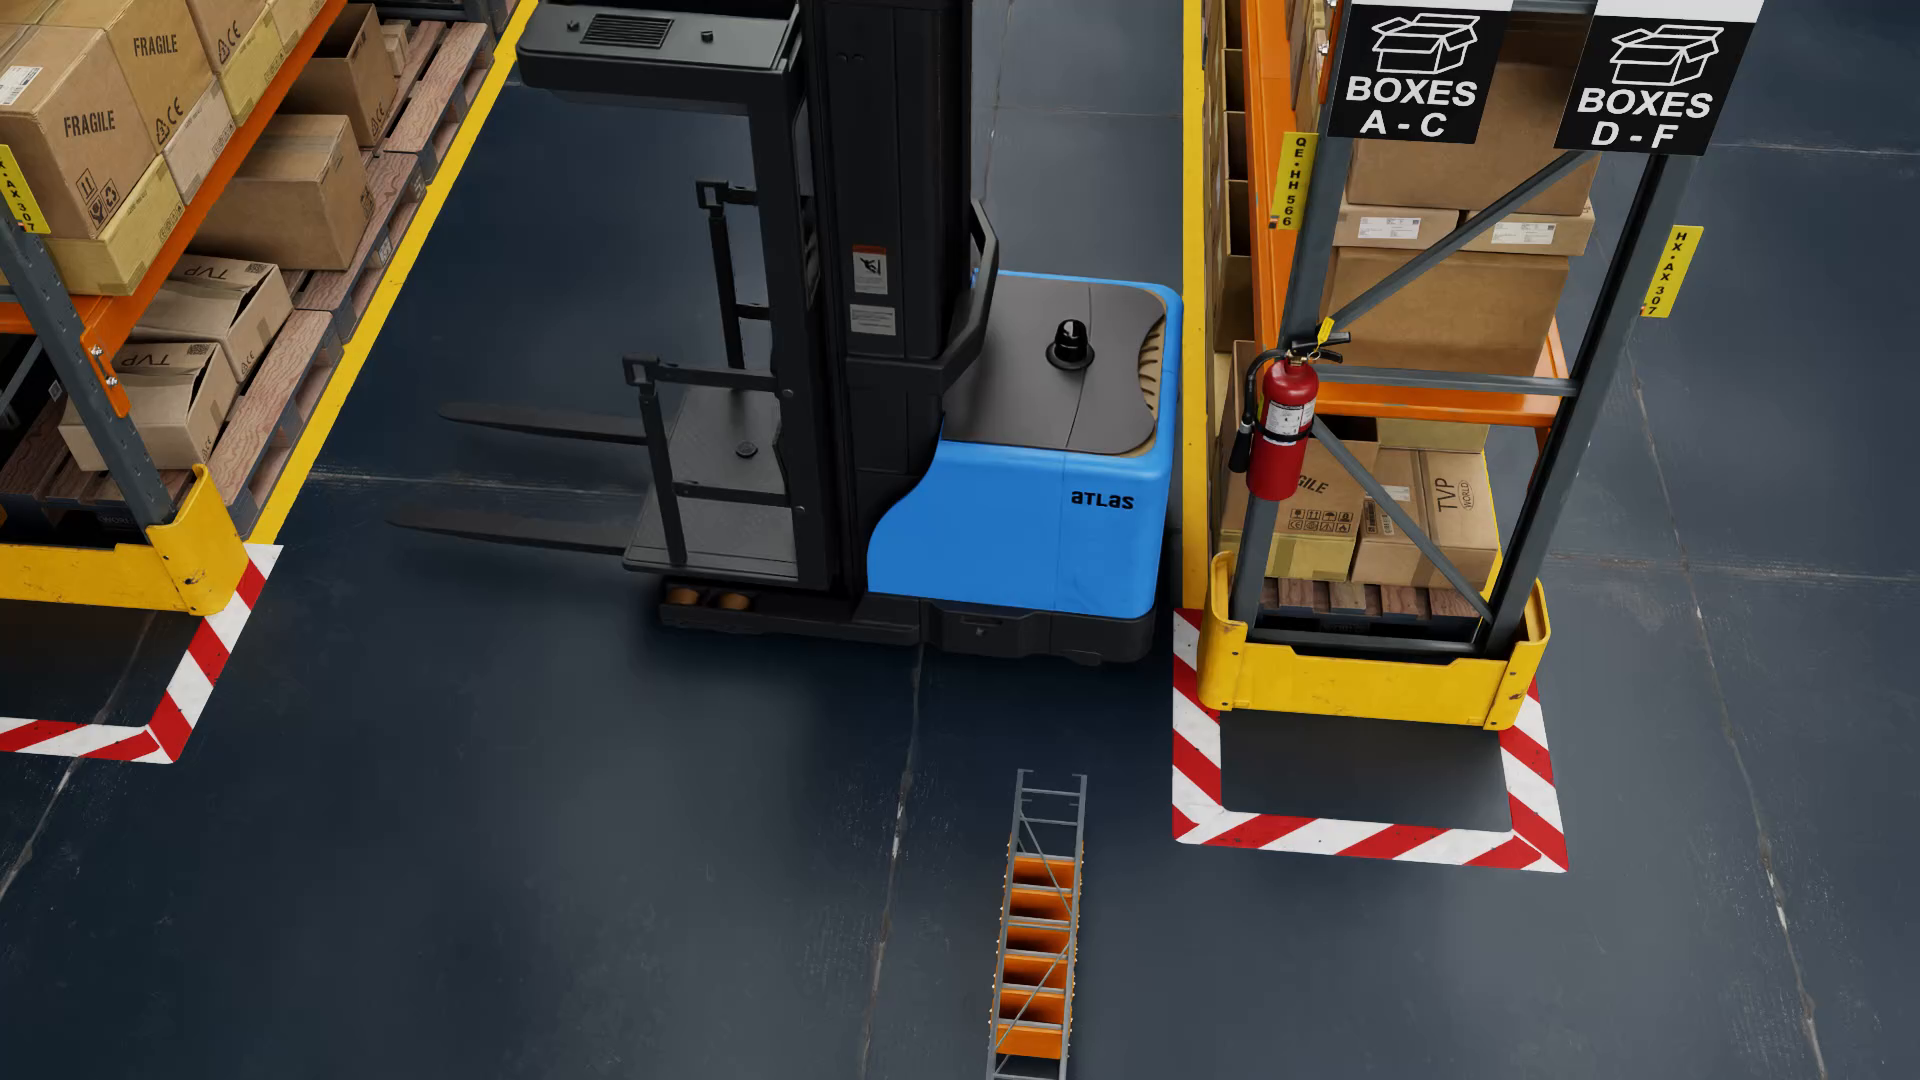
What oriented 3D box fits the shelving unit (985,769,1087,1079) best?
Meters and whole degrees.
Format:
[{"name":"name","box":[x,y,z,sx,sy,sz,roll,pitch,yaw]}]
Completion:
[{"name":"shelving unit","box":[0.255,1.306,5.424,0.258,0.189,1.200,5,48,4]}]

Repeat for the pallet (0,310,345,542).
[{"name":"pallet","box":[-3.335,-0.532,7.094,1.003,0.211,1.213,4,48,4]}]

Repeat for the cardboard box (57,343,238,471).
[{"name":"cardboard box","box":[-3.298,-0.566,6.759,0.500,0.311,0.500,-1,48,-1]}]

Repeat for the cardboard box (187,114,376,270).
[{"name":"cardboard box","box":[-3.130,-1.585,7.562,0.700,0.500,0.500,1,48,1]}]

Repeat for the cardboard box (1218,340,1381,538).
[{"name":"cardboard box","box":[1.235,-0.373,6.129,0.500,0.500,0.500,4,48,4]}]

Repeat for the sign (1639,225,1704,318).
[{"name":"sign","box":[2.035,-0.769,4.781,0.100,0.325,0.005,4,48,4]}]

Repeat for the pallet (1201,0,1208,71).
[{"name":"pallet","box":[1.875,-3.035,9.382,1.003,0.211,1.213,4,48,4]}]

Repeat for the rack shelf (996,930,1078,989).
[{"name":"rack shelf","box":[0.246,1.362,5.373,0.258,0.180,0.103,5,48,4]}]

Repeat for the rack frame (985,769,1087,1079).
[{"name":"rack frame","box":[0.255,1.245,5.357,0.240,0.006,1.200,5,48,4]}]

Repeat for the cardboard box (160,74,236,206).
[{"name":"cardboard box","box":[-3.057,-1.499,6.176,0.500,0.250,0.500,3,48,2]}]

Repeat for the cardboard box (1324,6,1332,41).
[{"name":"cardboard box","box":[1.585,-1.732,5.354,0.700,0.500,0.500,3,48,3]}]

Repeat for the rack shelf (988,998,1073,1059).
[{"name":"rack shelf","box":[0.220,1.538,5.212,0.258,0.180,0.103,5,48,4]}]

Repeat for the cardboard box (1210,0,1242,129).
[{"name":"cardboard box","box":[1.455,-2.211,7.810,0.500,0.500,0.500,4,48,4]}]

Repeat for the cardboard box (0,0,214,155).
[{"name":"cardboard box","box":[-3.053,-1.725,5.875,0.500,0.500,0.500,4,48,4]}]

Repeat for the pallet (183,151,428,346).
[{"name":"pallet","box":[-3.221,-1.426,7.911,1.003,0.211,1.213,4,48,4]}]

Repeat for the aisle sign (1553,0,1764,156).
[{"name":"aisle sign","box":[1.781,-1.301,4.145,0.394,0.787,0.004,4,48,4]}]

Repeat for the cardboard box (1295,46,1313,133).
[{"name":"cardboard box","box":[1.632,-1.619,6.130,0.700,0.500,0.500,4,48,4]}]

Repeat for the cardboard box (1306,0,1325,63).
[{"name":"cardboard box","box":[1.422,-1.797,5.853,0.380,0.149,0.250,5,48,5]}]

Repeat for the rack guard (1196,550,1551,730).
[{"name":"rack guard","box":[1.480,0.369,6.074,1.175,0.500,0.348,4,48,4]}]

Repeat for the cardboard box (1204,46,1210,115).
[{"name":"cardboard box","box":[1.503,-2.325,8.423,0.500,0.250,0.500,4,48,4]}]

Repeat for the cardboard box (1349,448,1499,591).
[{"name":"cardboard box","box":[1.753,-0.085,6.374,0.500,0.250,0.500,4,48,4]}]

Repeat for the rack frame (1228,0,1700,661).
[{"name":"rack frame","box":[1.482,-0.492,5.168,1.000,3.000,0.127,4,48,4]}]

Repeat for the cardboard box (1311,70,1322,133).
[{"name":"cardboard box","box":[1.373,-1.419,5.508,0.380,0.149,0.250,3,48,3]}]

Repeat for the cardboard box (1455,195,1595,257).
[{"name":"cardboard box","box":[1.733,-1.019,5.142,0.380,0.149,0.250,4,48,3]}]

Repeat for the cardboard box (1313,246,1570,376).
[{"name":"cardboard box","box":[1.538,-0.868,5.444,0.700,0.500,0.500,4,48,4]}]

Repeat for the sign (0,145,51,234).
[{"name":"sign","box":[-2.911,-1.079,5.117,0.100,0.325,0.005,4,48,4]}]

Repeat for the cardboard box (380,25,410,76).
[{"name":"cardboard box","box":[-3.105,-2.559,8.680,0.380,0.166,0.250,-2,48,-2]}]

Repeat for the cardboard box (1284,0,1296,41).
[{"name":"cardboard box","box":[1.722,-2.382,6.829,0.700,0.500,0.500,5,48,4]}]

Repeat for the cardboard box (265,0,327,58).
[{"name":"cardboard box","box":[-2.957,-2.244,6.858,0.500,0.250,0.500,4,48,4]}]

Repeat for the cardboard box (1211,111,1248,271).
[{"name":"cardboard box","box":[1.358,-1.476,7.138,0.500,0.500,0.500,4,48,4]}]

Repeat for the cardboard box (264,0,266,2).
[{"name":"cardboard box","box":[-2.965,-2.484,6.569,0.500,0.500,0.500,5,48,5]}]

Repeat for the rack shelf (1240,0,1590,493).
[{"name":"rack shelf","box":[1.665,-1.719,6.777,1.077,0.370,4.000,4,48,4]}]

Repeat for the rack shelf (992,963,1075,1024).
[{"name":"rack shelf","box":[0.233,1.450,5.293,0.258,0.180,0.103,5,48,4]}]

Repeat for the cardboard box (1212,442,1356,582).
[{"name":"cardboard box","box":[1.237,-0.120,6.406,0.500,0.250,0.500,4,48,4]}]

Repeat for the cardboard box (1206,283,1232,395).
[{"name":"cardboard box","box":[1.314,-0.856,7.079,0.500,0.250,0.500,4,48,4]}]

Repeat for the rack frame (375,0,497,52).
[{"name":"rack frame","box":[-3.086,-3.762,8.158,1.000,3.000,0.127,4,48,4]}]

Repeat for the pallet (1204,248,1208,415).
[{"name":"pallet","box":[1.624,-1.010,7.531,1.003,0.211,1.213,4,48,4]}]

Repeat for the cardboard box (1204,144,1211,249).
[{"name":"cardboard box","box":[1.401,-1.591,7.751,0.500,0.250,0.500,4,48,4]}]

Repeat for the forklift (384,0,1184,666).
[{"name":"forklift","box":[-0.718,-1.008,5.686,3.031,2.935,1.130,6,48,5]}]
